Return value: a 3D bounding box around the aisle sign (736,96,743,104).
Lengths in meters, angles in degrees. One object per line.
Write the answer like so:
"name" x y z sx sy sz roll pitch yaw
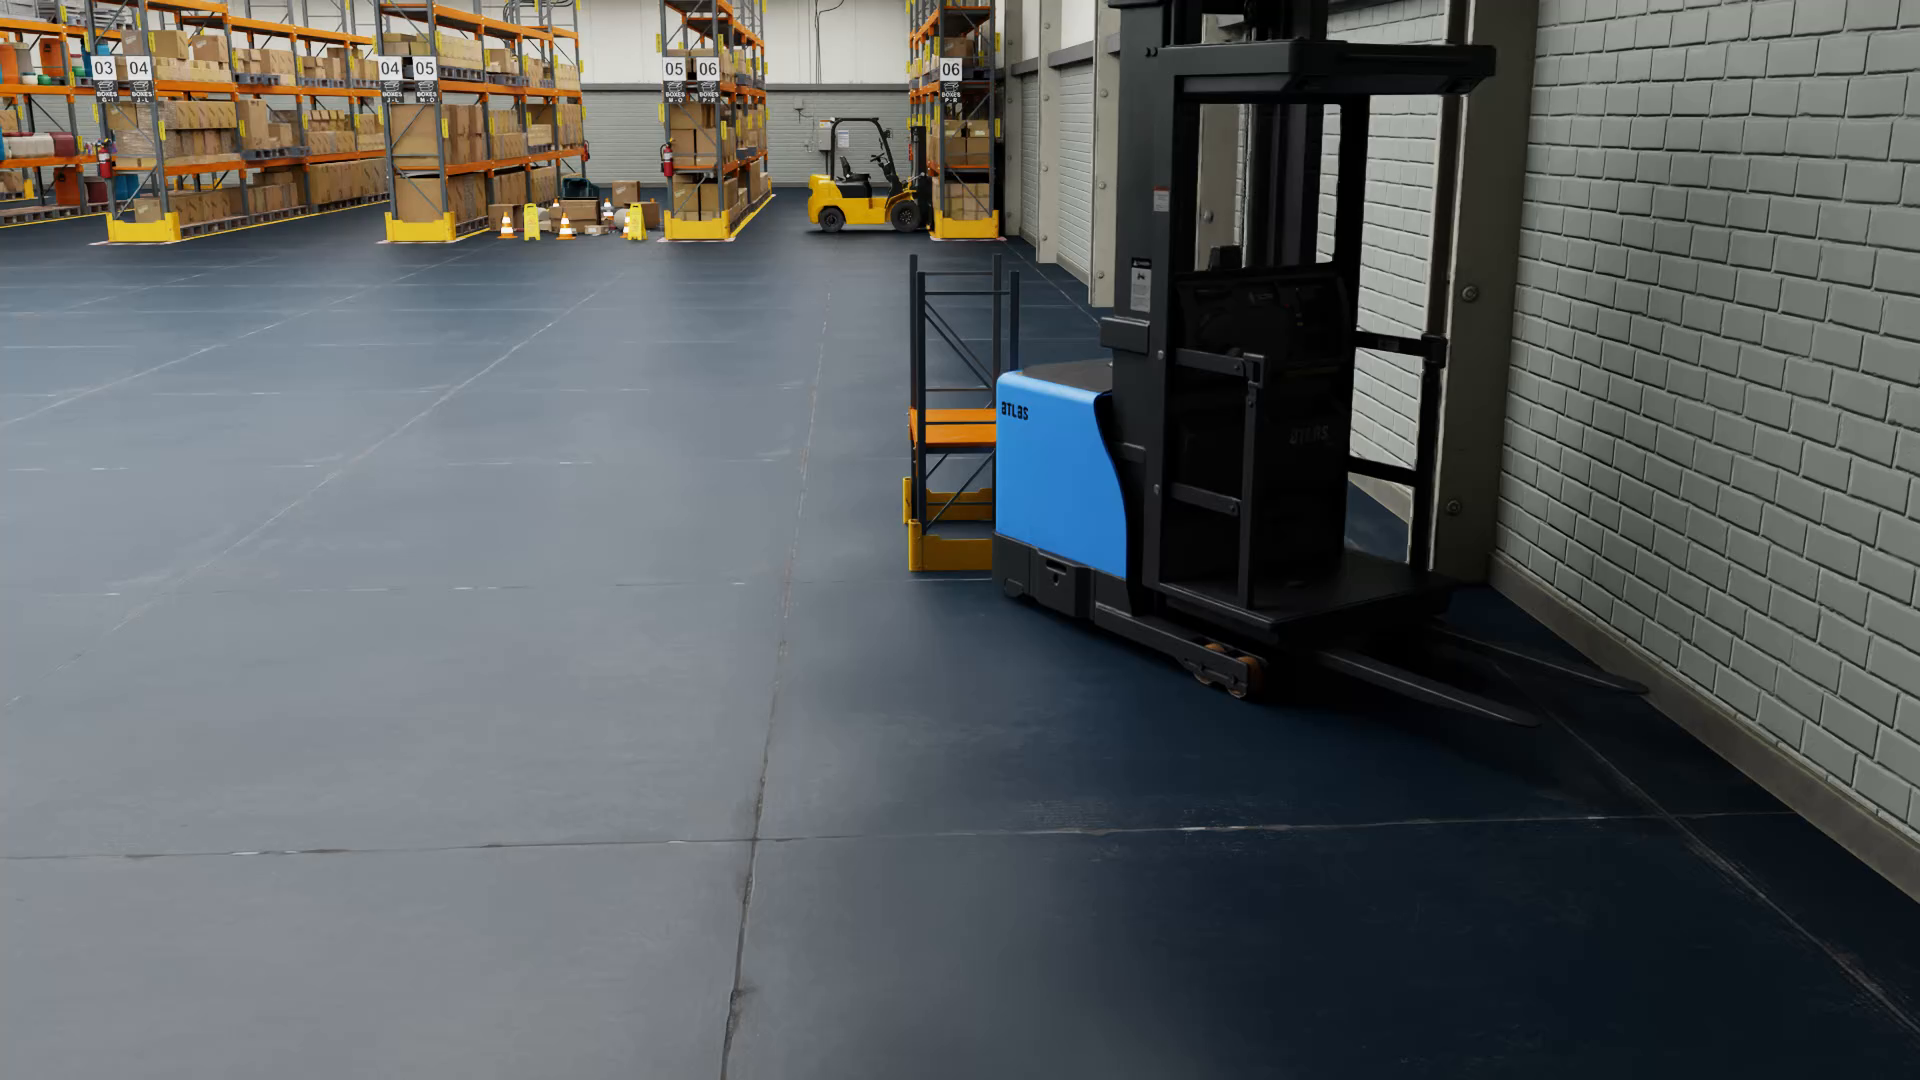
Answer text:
"aisle sign" -6.112 -12.249 45.397 0.394 0.787 0.004 -1 14 -3

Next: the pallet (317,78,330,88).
"pallet" -15.379 -10.633 38.691 1.003 0.211 1.213 0 14 -1

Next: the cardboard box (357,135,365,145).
"cardboard box" -15.229 -10.021 41.659 0.500 0.250 0.500 -1 14 -4

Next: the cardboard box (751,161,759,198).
"cardboard box" -5.389 -8.779 40.547 0.875 0.875 0.875 0 14 -2

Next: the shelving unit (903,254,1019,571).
"shelving unit" 0.005 -0.707 8.766 0.587 1.500 1.083 -1 14 -3

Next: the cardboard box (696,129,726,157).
"cardboard box" -4.580 -7.312 30.628 0.500 0.500 0.500 -1 14 -4

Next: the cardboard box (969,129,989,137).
"cardboard box" 0.365 -7.526 30.754 0.380 0.149 0.250 -1 14 -5

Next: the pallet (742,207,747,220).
"pallet" -5.203 -7.140 36.351 1.003 0.211 1.213 -1 14 -3

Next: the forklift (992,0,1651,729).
"forklift" 1.387 -0.927 6.748 1.130 2.935 3.031 -9 17 -32

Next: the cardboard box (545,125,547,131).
"cardboard box" -10.253 -10.022 40.426 0.380 0.149 0.250 -1 14 -5

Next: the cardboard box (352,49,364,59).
"cardboard box" -15.594 -12.437 42.576 0.500 0.250 0.500 -1 14 -5

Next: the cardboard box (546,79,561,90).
"cardboard box" -10.270 -11.380 41.516 0.500 0.250 0.500 0 14 -1

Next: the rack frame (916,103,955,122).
"rack frame" -0.617 -10.059 42.103 1.000 3.000 0.127 -1 14 -3

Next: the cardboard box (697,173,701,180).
"cardboard box" -5.307 -7.164 32.718 0.380 0.149 0.250 0 14 0

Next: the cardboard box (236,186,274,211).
"cardboard box" -15.028 -7.253 35.329 0.700 0.500 0.500 -2 15 -8

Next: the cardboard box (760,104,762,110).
"cardboard box" -5.482 -11.548 44.381 0.380 0.149 0.250 -1 14 -2

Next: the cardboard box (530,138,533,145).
"cardboard box" -10.117 -9.215 38.485 0.380 0.149 0.250 0 14 -1

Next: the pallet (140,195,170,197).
"pallet" -20.489 -8.584 41.966 1.003 0.211 1.213 -1 14 -3

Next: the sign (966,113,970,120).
"sign" 0.185 -9.635 38.129 0.100 0.325 0.005 -1 14 -3

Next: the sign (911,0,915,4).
"sign" -1.159 -13.452 41.215 0.100 0.325 0.005 -1 14 -3

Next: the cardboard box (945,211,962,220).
"cardboard box" -0.218 -6.059 31.230 0.500 0.250 0.500 -1 14 -3

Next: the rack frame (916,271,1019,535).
"rack frame" 0.037 -0.579 8.266 0.500 1.500 0.032 -1 14 -3

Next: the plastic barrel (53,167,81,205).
"plastic barrel" -20.204 -8.031 37.734 0.600 0.830 0.708 -1 14 -3

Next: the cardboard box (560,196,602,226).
"cardboard box" -7.529 -6.484 32.946 0.797 0.637 0.503 -1 14 -3

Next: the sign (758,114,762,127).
"sign" -5.029 -10.515 41.710 0.100 0.325 0.005 -1 14 -3

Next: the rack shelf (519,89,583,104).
"rack shelf" -10.629 -11.482 43.056 1.077 0.370 4.000 -1 14 -3

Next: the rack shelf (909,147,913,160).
"rack shelf" -0.740 -10.208 44.126 1.077 0.370 4.000 -1 14 -3

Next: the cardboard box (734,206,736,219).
"cardboard box" -4.700 -6.462 32.798 0.500 0.250 0.500 -1 14 -3

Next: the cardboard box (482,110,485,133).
"cardboard box" -10.046 -8.547 34.017 0.700 0.500 0.500 -1 14 -4

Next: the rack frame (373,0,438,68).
"rack frame" -9.761 -9.801 29.061 1.000 3.000 0.127 -1 14 -3

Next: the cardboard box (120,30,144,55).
"cardboard box" -15.067 -9.113 30.606 0.500 0.500 0.500 -1 14 -3

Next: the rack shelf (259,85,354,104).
"rack shelf" -15.338 -10.436 38.990 1.077 0.370 4.000 -1 14 -3

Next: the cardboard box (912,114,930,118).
"cardboard box" -1.012 -10.999 43.953 0.500 0.500 0.500 -1 14 -2

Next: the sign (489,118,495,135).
"sign" -9.455 -8.357 33.592 0.100 0.325 0.005 -1 14 -3

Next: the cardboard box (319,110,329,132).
"cardboard box" -15.329 -9.879 39.189 0.797 0.503 0.637 0 14 -2

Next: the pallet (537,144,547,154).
"pallet" -10.420 -9.284 39.476 1.003 0.211 1.213 -1 14 -3

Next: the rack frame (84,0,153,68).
"rack frame" -14.718 -9.750 28.861 1.000 3.000 0.127 -1 14 -3

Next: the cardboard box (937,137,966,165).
"cardboard box" -0.166 -7.242 30.952 0.500 0.500 0.500 -1 14 -5

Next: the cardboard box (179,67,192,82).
"cardboard box" -14.555 -8.600 30.712 0.500 0.250 0.500 -1 14 -4

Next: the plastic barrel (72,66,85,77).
"plastic barrel" -19.993 -10.606 37.675 0.294 0.245 0.294 0 14 0

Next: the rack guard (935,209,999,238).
"rack guard" 0.128 -5.858 30.793 1.175 0.500 0.348 -1 14 -3

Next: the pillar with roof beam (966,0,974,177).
"pillar with roof beam" -4.057 -13.085 41.825 9.100 9.000 0.400 -1 14 -3

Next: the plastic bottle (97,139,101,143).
"plastic bottle" -20.097 -9.195 38.844 0.144 0.351 0.185 -1 14 -3

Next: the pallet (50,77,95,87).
"pallet" -20.107 -10.311 37.439 1.003 0.211 1.213 -1 14 -3

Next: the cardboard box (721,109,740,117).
"cardboard box" -4.751 -8.825 34.362 0.380 0.149 0.250 -1 14 -4

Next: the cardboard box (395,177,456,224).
"cardboard box" -9.869 -6.238 30.672 0.875 0.875 0.875 -1 14 -3

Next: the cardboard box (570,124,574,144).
"cardboard box" -10.380 -10.582 43.335 0.500 0.500 0.500 0 14 -1

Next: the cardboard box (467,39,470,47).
"cardboard box" -9.605 -9.522 31.854 0.380 0.149 0.250 -1 14 -3

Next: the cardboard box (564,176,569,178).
"cardboard box" -10.315 -9.341 42.994 0.380 0.149 0.250 -1 14 -2

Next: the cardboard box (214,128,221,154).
"cardboard box" -15.004 -7.794 32.501 0.875 0.500 0.500 -1 14 -3

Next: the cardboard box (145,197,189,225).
"cardboard box" -14.811 -6.141 31.048 0.500 0.500 0.500 3 15 11
